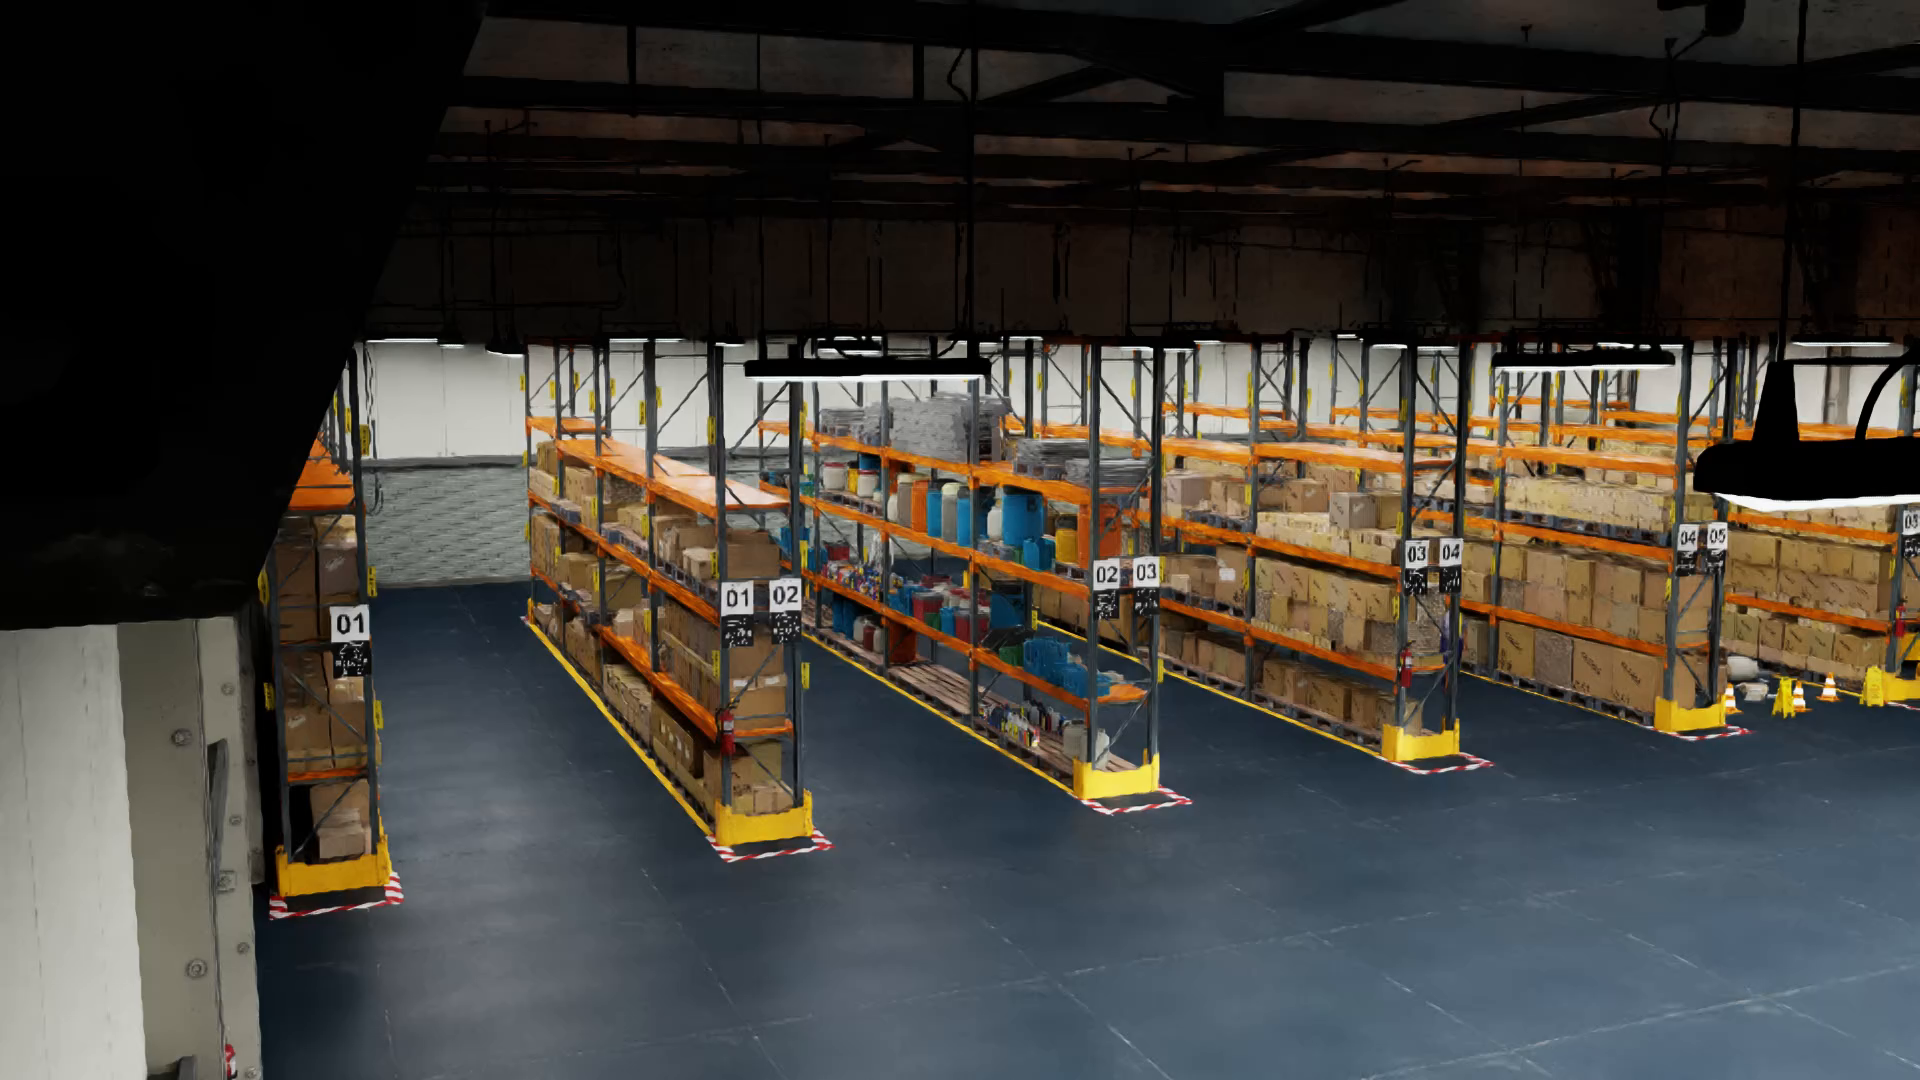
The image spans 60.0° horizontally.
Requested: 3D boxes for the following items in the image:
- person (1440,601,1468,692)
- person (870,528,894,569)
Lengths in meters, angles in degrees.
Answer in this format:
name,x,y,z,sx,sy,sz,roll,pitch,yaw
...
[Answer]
name,x,y,z,sx,sy,sz,roll,pitch,yaw
person,8.416,1.767,28.458,0.527,1.582,0.914,0,8,-1
person,-1.800,0.376,38.693,0.500,1.625,0.998,-3,8,-23
